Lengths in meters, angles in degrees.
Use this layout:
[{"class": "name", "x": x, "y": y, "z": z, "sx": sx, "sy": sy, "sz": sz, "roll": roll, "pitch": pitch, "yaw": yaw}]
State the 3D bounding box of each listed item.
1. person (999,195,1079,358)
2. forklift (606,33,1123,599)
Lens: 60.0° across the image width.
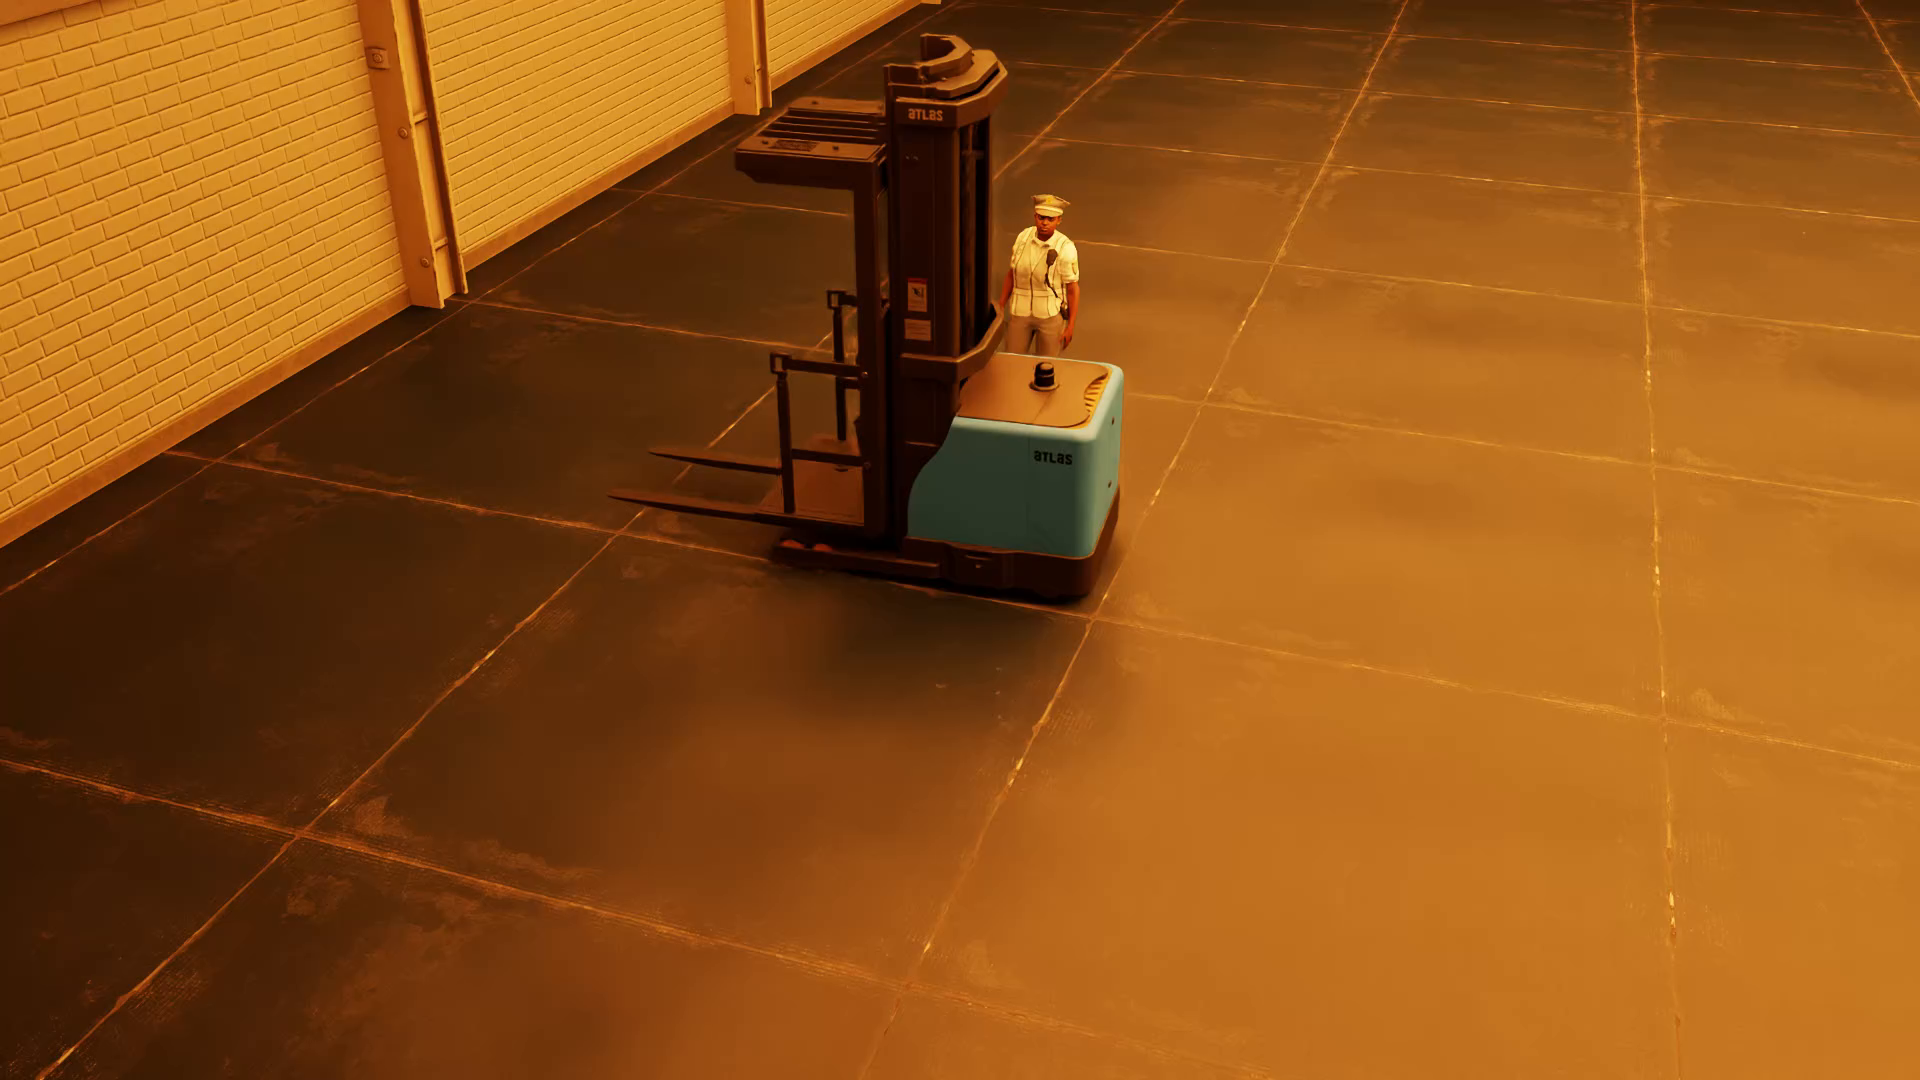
[{"class": "person", "x": 0.470, "y": -1.431, "z": 10.880, "sx": 0.570, "sy": 1.695, "sz": 0.530, "roll": 12, "pitch": 32, "yaw": 20}, {"class": "forklift", "x": -0.607, "y": -1.326, "z": 9.462, "sx": 3.031, "sy": 2.935, "sz": 1.130, "roll": 7, "pitch": 30, "yaw": 13}]
